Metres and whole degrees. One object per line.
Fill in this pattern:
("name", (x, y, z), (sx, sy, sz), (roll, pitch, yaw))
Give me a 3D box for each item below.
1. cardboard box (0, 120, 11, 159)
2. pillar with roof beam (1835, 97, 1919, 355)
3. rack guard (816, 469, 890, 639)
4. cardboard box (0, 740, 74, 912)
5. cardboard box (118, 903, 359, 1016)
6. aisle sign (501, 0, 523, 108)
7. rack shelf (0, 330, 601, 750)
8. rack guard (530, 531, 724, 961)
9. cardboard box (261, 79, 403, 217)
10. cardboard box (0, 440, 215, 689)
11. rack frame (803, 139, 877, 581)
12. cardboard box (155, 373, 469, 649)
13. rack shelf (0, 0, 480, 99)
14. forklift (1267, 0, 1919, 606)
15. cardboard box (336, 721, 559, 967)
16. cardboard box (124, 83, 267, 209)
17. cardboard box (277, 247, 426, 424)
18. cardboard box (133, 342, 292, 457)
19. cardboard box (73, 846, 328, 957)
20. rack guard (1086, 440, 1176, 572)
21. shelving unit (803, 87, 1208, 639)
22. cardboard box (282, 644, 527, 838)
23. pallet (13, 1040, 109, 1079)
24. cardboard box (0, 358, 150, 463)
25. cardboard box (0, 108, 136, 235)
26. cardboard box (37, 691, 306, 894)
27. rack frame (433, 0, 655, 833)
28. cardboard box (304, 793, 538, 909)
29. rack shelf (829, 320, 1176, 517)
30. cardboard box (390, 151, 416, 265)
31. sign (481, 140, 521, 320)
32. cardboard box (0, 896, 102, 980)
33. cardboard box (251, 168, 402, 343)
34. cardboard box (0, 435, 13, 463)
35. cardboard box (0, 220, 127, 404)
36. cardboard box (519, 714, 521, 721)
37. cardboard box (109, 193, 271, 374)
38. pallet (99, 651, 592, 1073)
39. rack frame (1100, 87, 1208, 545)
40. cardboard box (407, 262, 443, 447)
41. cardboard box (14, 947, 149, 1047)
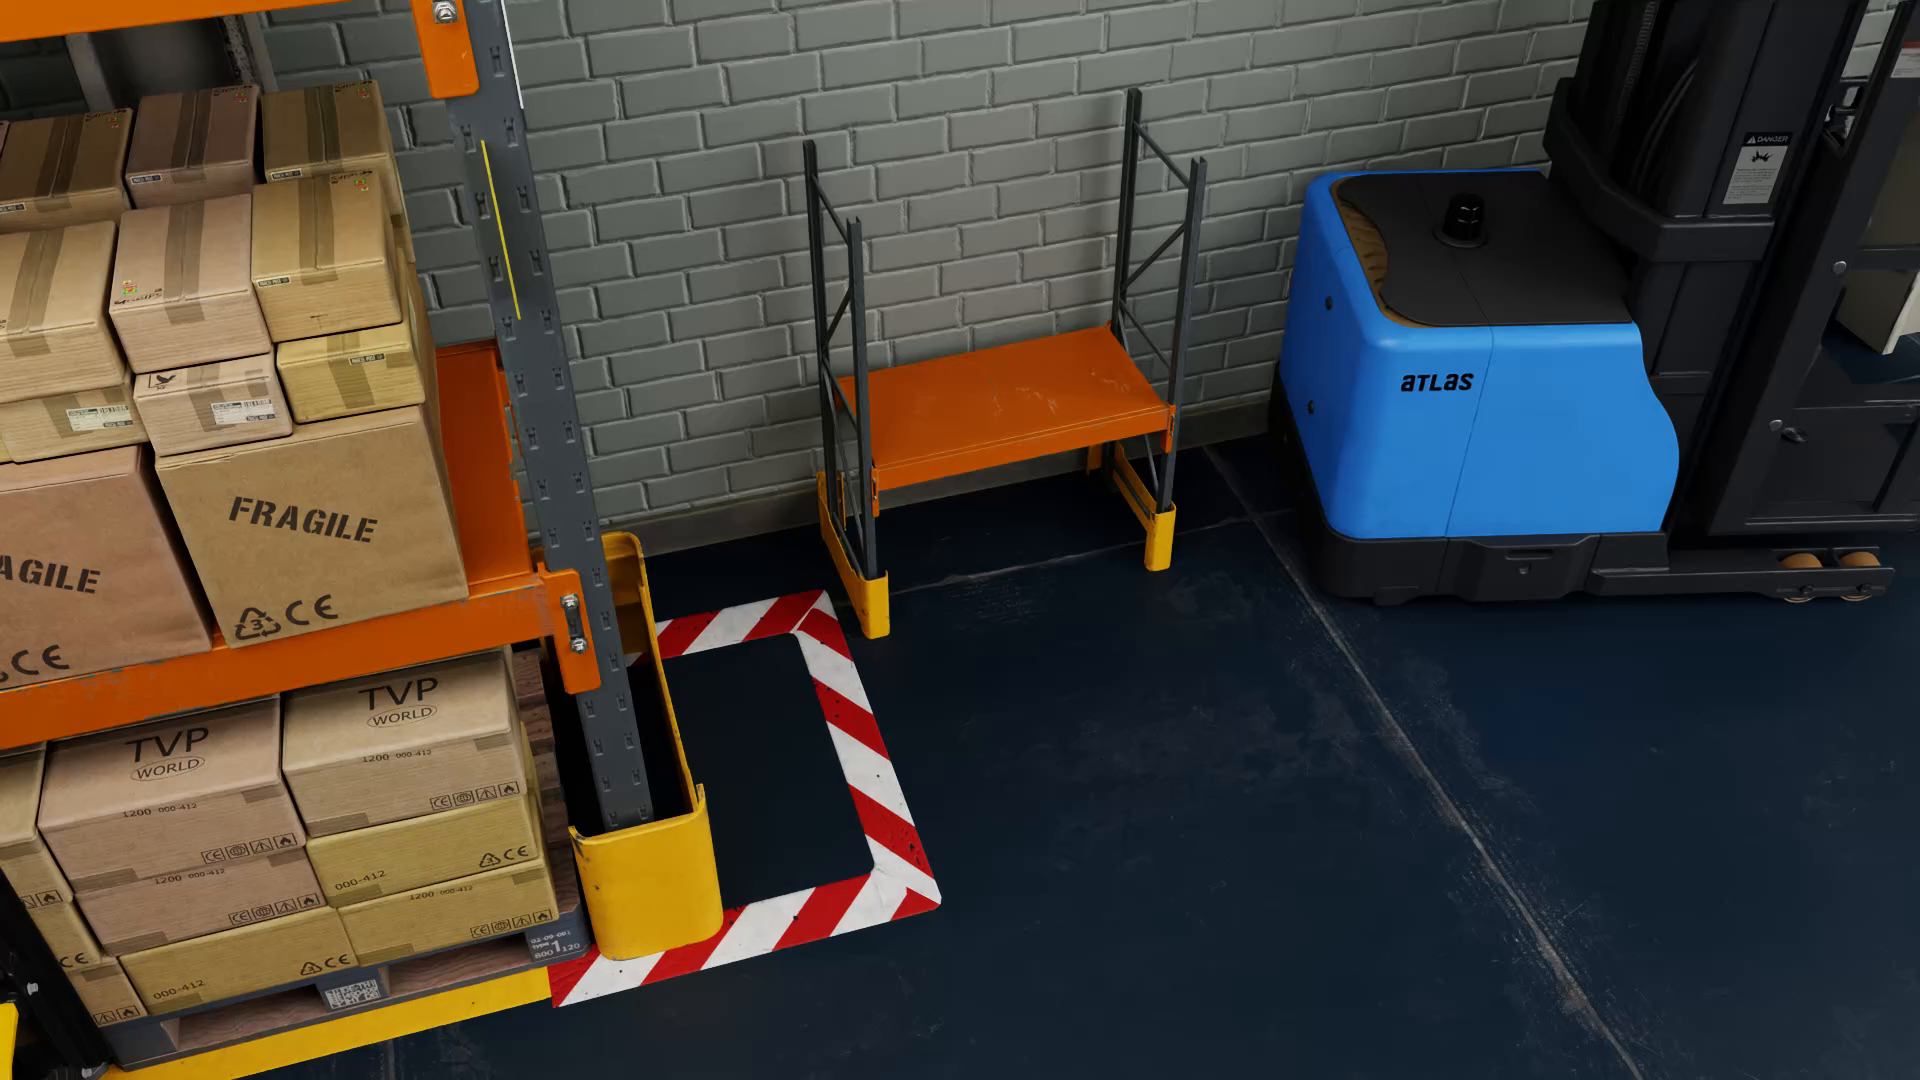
("cardboard box", (-2.126, -0.716, 3.494), (0.250, 0.149, 0.380), (-11, 42, -13))
("pillar with roof beam", (5.088, -1.557, 0.692), (0.400, 9.000, 9.100), (-12, 42, -13))
("rack guard", (-0.357, 0.039, 5.516), (0.087, 0.250, 0.587), (-13, 43, -14))
("cardboard box", (-2.303, 0.613, 3.779), (0.500, 0.250, 0.500), (-11, 42, -13))
("cardboard box", (-1.824, 0.876, 4.239), (0.500, 0.250, 0.500), (-12, 42, -13))
("aisle sign", (-0.843, -1.193, 2.860), (0.004, 0.787, 0.394), (-12, 42, -13))
("rack shelf", (-2.901, 0.281, 3.695), (4.000, 0.370, 1.077), (-12, 42, -13))
("rack guard", (-0.971, 0.551, 4.739), (0.348, 0.500, 1.175), (-12, 42, -13))
("cardboard box", (-1.378, -0.847, 3.644), (0.250, 0.149, 0.380), (-12, 43, -14))
("cardboard box", (-1.882, -0.064, 3.468), (0.500, 0.500, 0.500), (-10, 42, -12))
("rack frame", (-0.358, -0.432, 5.104), (0.032, 1.500, 0.500), (-13, 43, -14))
("cardboard box", (-1.384, -0.161, 3.578), (0.500, 0.500, 0.500), (-13, 43, -14))
("rack shelf", (-2.901, -0.849, 2.708), (4.000, 0.370, 1.077), (-12, 42, -13))
("forklift", (2.664, -1.245, 4.948), (3.031, 2.935, 1.130), (-2, 41, -2))
("cardboard box", (-1.347, 0.783, 4.344), (0.500, 0.250, 0.500), (-11, 42, -13))
("cardboard box", (-1.651, -0.834, 3.629), (0.250, 0.149, 0.380), (-10, 42, -12))
("cardboard box", (-1.240, -0.423, 3.385), (0.250, 0.149, 0.380), (-11, 42, -12))
("cardboard box", (-1.475, -0.354, 3.306), (0.250, 0.149, 0.380), (-11, 42, -12))
("cardboard box", (-1.846, 0.689, 4.073), (0.500, 0.250, 0.500), (-12, 43, -13))
("rack guard", (0.585, -0.175, 5.760), (0.087, 0.250, 0.587), (-13, 43, -14))
("shelving unit", (0.114, -0.539, 5.227), (1.083, 1.500, 0.587), (-13, 43, -14))
("cardboard box", (-1.339, 0.402, 4.020), (0.500, 0.250, 0.500), (-10, 42, -12))
("pallet", (-2.872, 1.081, 4.352), (1.213, 0.211, 1.003), (-12, 42, -13))
("cardboard box", (-1.741, -0.341, 3.291), (0.250, 0.149, 0.380), (-11, 42, -12))
("cardboard box", (-1.885, -0.755, 3.540), (0.250, 0.149, 0.380), (-11, 42, -12))
("cardboard box", (-1.824, 0.507, 3.901), (0.500, 0.250, 0.500), (-11, 42, -12))
("rack frame", (-0.994, -0.385, 3.911), (0.127, 3.000, 1.000), (-12, 42, -13))
("cardboard box", (-1.364, 0.596, 4.178), (0.500, 0.250, 0.500), (-12, 43, -14))
("rack shelf", (0.123, -0.405, 5.347), (1.000, 0.185, 0.538), (-13, 43, -14))
("cardboard box", (-1.395, -0.763, 3.774), (0.250, 0.149, 0.380), (-13, 43, -14))
("sign", (-0.844, -0.567, 3.059), (0.005, 0.325, 0.100), (-12, 42, -13))
("cardboard box", (-2.332, 0.804, 3.941), (0.500, 0.250, 0.500), (-13, 43, -14))
("cardboard box", (-1.272, -0.576, 3.335), (0.250, 0.149, 0.380), (-12, 42, -13))
("cardboard box", (-1.981, -0.299, 3.243), (0.250, 0.149, 0.380), (-12, 43, -13))
("cardboard box", (-1.739, -0.439, 3.178), (0.250, 0.149, 0.380), (-11, 42, -12))
("cardboard box", (-1.521, 0.466, 4.707), (0.500, 0.250, 0.500), (-12, 42, -13))
("cardboard box", (-1.498, -0.508, 3.256), (0.250, 0.149, 0.380), (-12, 42, -13))
("pallet", (-1.711, 0.842, 4.625), (1.213, 0.211, 1.003), (-12, 42, -13))
("rack frame", (0.603, -0.650, 5.354), (0.032, 1.500, 0.500), (-13, 43, -14))
("cardboard box", (-1.550, -0.499, 3.966), (0.500, 0.500, 0.500), (-10, 42, -12))
("cardboard box", (-2.304, 0.969, 4.132), (0.500, 0.250, 0.500), (-11, 42, -13))
